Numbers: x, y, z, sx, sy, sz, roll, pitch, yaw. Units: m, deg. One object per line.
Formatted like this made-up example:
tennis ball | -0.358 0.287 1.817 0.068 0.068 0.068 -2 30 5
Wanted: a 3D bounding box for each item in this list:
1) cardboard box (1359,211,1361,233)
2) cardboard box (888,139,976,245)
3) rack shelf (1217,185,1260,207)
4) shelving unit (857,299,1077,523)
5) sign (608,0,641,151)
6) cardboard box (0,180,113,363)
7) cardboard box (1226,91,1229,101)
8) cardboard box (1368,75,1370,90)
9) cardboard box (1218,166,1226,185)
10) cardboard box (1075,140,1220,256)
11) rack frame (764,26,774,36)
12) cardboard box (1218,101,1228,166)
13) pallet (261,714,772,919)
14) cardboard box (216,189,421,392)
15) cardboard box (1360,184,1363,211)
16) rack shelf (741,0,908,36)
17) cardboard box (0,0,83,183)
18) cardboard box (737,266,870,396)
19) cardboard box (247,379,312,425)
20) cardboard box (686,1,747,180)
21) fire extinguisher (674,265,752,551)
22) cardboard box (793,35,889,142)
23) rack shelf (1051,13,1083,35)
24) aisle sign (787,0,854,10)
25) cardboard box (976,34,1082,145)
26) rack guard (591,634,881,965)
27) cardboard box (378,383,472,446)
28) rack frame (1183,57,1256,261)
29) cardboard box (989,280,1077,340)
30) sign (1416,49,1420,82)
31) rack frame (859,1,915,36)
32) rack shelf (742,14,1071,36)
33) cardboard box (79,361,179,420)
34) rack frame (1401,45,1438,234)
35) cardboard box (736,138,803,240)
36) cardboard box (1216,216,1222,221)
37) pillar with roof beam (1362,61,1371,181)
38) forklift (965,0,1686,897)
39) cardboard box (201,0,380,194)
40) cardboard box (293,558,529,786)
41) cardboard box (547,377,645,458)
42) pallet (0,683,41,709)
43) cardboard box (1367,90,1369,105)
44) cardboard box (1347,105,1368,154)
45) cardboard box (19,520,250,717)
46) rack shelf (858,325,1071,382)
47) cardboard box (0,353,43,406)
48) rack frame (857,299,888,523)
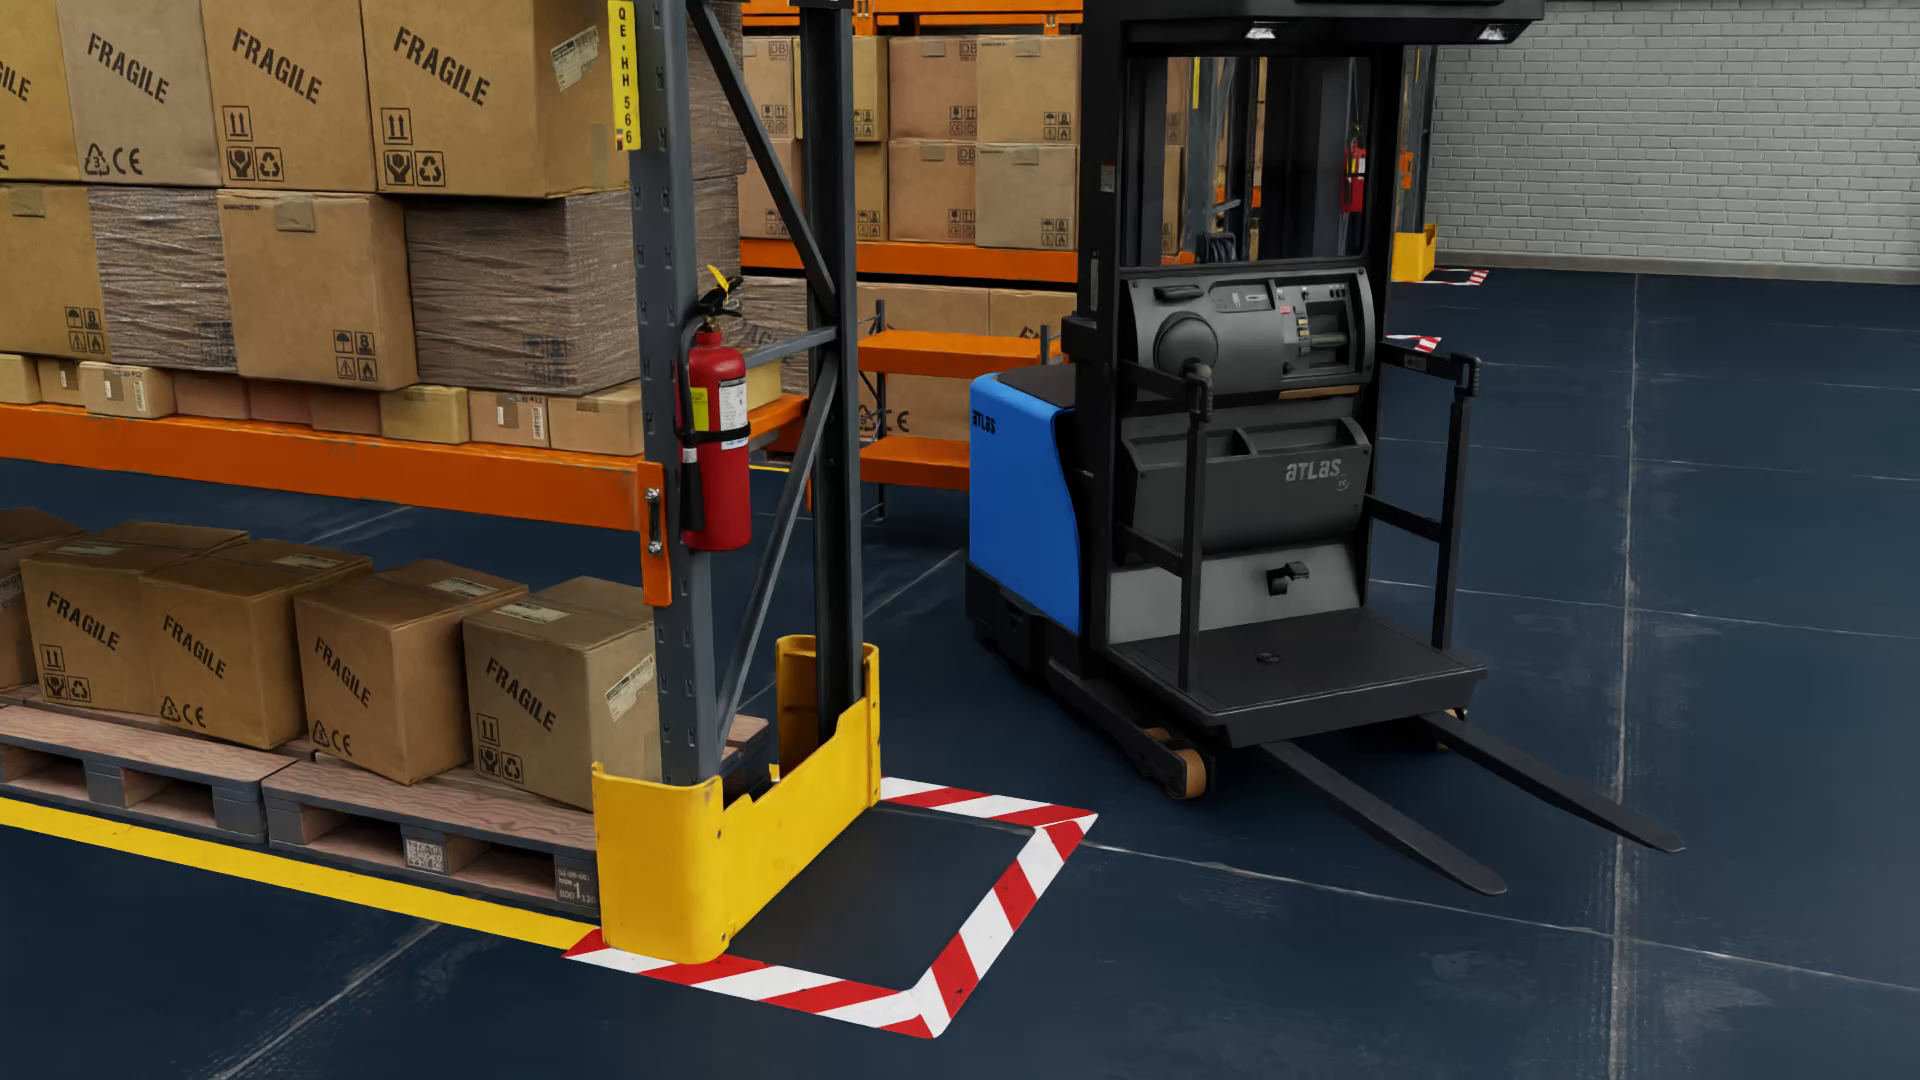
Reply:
cardboard box | 4.348 -3.434 17.903 0.500 0.250 0.500 6 17 20
cardboard box | 0.019 -2.000 9.415 0.550 0.550 0.875 6 17 21
rack shelf | 1.238 -2.915 14.125 4.000 0.370 1.077 6 17 21
shelving unit | -0.006 -0.541 8.019 1.048 1.125 0.538 6 17 21
sign | -0.760 -1.052 3.772 0.005 0.325 0.100 6 17 21
cardboard box | -2.459 -0.877 5.100 0.500 0.500 0.875 6 17 21
cardboard box | 2.075 -3.776 13.295 0.500 0.500 0.700 6 17 21
cardboard box | 4.264 -4.845 17.607 0.250 0.149 0.380 6 17 21
cardboard box | 2.165 -2.947 13.395 0.250 0.149 0.380 6 17 20
cardboard box | 1.014 -1.860 8.931 0.550 0.550 0.875 6 17 21
rack frame | -2.526 -5.162 20.575 0.127 3.000 1.000 6 17 21
cardboard box | 2.028 -3.283 13.390 0.500 0.500 0.500 6 17 21
pallet | -1.352 0.753 5.200 1.213 0.211 1.003 6 17 21
cardboard box | -1.549 -0.760 4.699 0.500 0.500 0.875 6 17 21
cardboard box | 4.373 -3.671 17.825 0.500 0.250 0.500 7 18 22
rack shelf | -2.483 -4.765 15.116 4.000 0.370 1.077 6 17 21
cardboard box | -2.534 -1.304 4.778 0.500 0.500 0.500 6 17 21
cardboard box | -0.946 -1.179 9.911 0.875 0.875 0.875 6 17 21
cardboard box | -1.807 -0.445 4.775 0.250 0.149 0.380 6 17 21
cardboard box | -0.950 -1.284 4.709 0.500 0.500 0.500 6 17 21
fire extinguisher | -0.601 -0.317 4.025 0.183 0.674 0.296 6 17 21
cardboard box | -0.513 -2.546 9.357 0.500 0.550 0.875 6 17 21
rack shelf | 3.055 -5.643 18.142 4.000 0.370 1.077 6 17 21
aisle sign | -0.370 -1.806 4.350 0.004 0.787 0.394 6 17 21
cardboard box | 0.499 -2.433 8.967 0.550 0.550 0.875 6 17 21
rack guard | -0.609 0.707 4.842 0.348 0.500 1.175 6 17 21
cardboard box | -1.363 -0.379 4.548 0.250 0.149 0.380 6 17 21
rack frame | 1.376 -1.762 8.862 0.127 3.000 1.000 6 17 21
cardboard box | 0.721 -0.995 9.280 0.875 0.875 0.875 6 17 21
sign | 4.704 -4.874 17.081 0.005 0.325 0.100 6 17 21
rack frame | -0.623 -3.465 14.729 0.127 3.000 1.000 6 17 21
rack shelf | -0.666 -6.052 19.552 4.000 0.370 1.077 6 17 21
cardboard box | -2.313 -0.467 4.852 0.250 0.149 0.380 6 17 21
rack frame | 4.916 -4.344 17.756 0.127 3.000 1.000 6 17 21
cardboard box | -1.019 -2.072 9.662 0.550 0.550 0.875 6 17 21
cardboard box | 1.939 -2.506 14.260 0.500 0.500 0.500 6 17 19
pillar with roof beam | 3.019 -6.413 14.124 0.400 9.000 9.100 6 17 21
forklift | 1.066 -0.711 5.365 1.130 2.935 3.031 -7 18 -22
cardboard box | -1.608 -1.199 4.416 0.500 0.500 0.500 6 17 21
cardboard box | -1.682 0.393 5.172 0.500 0.500 0.500 12 20 35
cardboard box | -0.879 -0.341 4.418 0.250 0.149 0.380 6 17 21
pallet | -3.621 0.504 6.060 1.213 0.211 1.003 6 17 21
cardboard box | 4.242 -4.684 17.587 0.250 0.149 0.380 7 17 22
cardboard box | 4.362 -4.374 17.680 0.500 0.500 0.500 6 17 19
cardboard box | -2.760 0.255 5.646 0.500 0.500 0.500 5 17 16
rack shelf | -0.006 -0.822 7.938 1.000 0.278 0.538 6 17 21
cardboard box | -2.769 -0.524 5.050 0.250 0.149 0.380 6 17 21
rack frame | -0.479 -0.593 8.198 0.032 1.125 0.500 6 17 21
